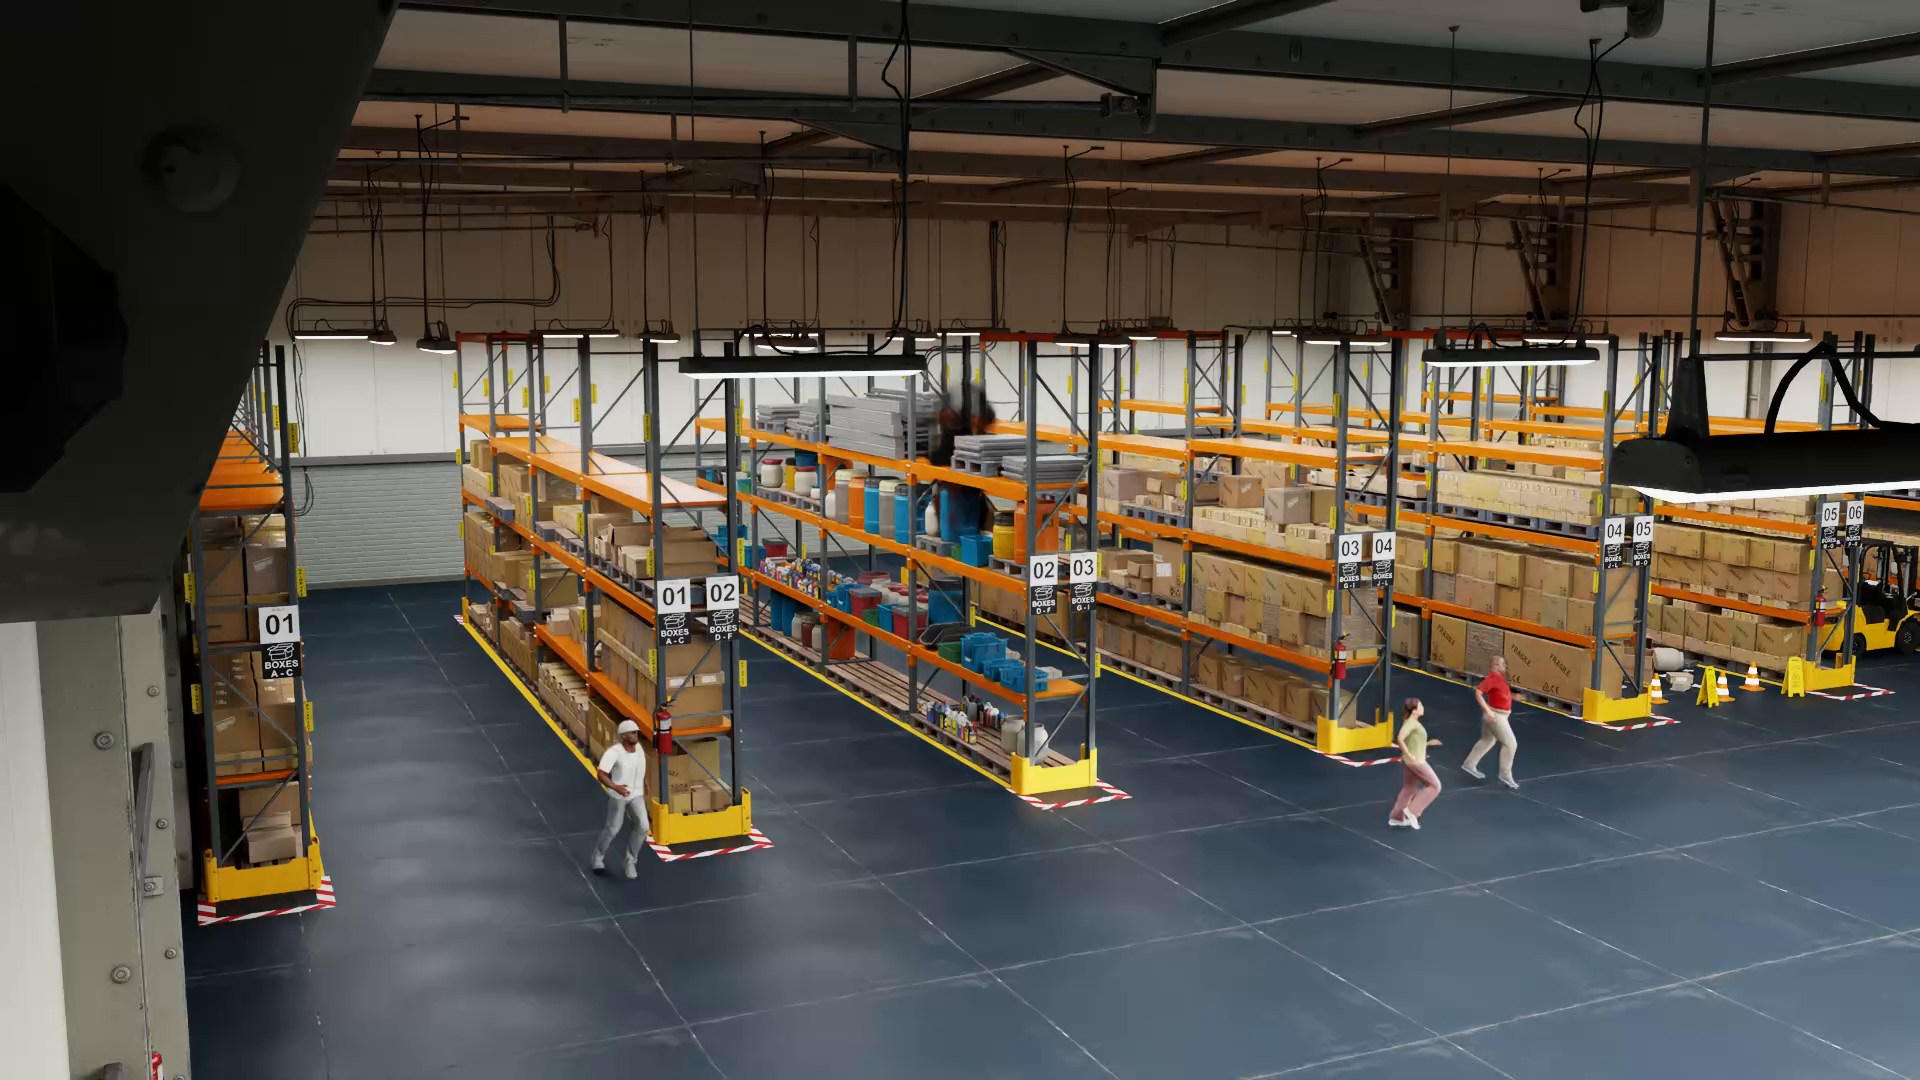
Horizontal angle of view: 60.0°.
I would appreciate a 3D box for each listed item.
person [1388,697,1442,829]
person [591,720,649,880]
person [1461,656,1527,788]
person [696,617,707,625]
[{"bbox_3d":[5.629,2.752,20.515,0.626,1.627,0.558,1,8,4],"label":"person"},{"bbox_3d":[-3.807,2.936,18.970,0.682,1.782,0.763,7,10,43],"label":"person"},{"bbox_3d":[7.242,2.453,22.536,0.809,1.791,0.640,2,8,16],"label":"person"},{"bbox_3d":[-4.486,1.516,29.337,0.675,1.739,0.597,-6,10,-37],"label":"person"}]
